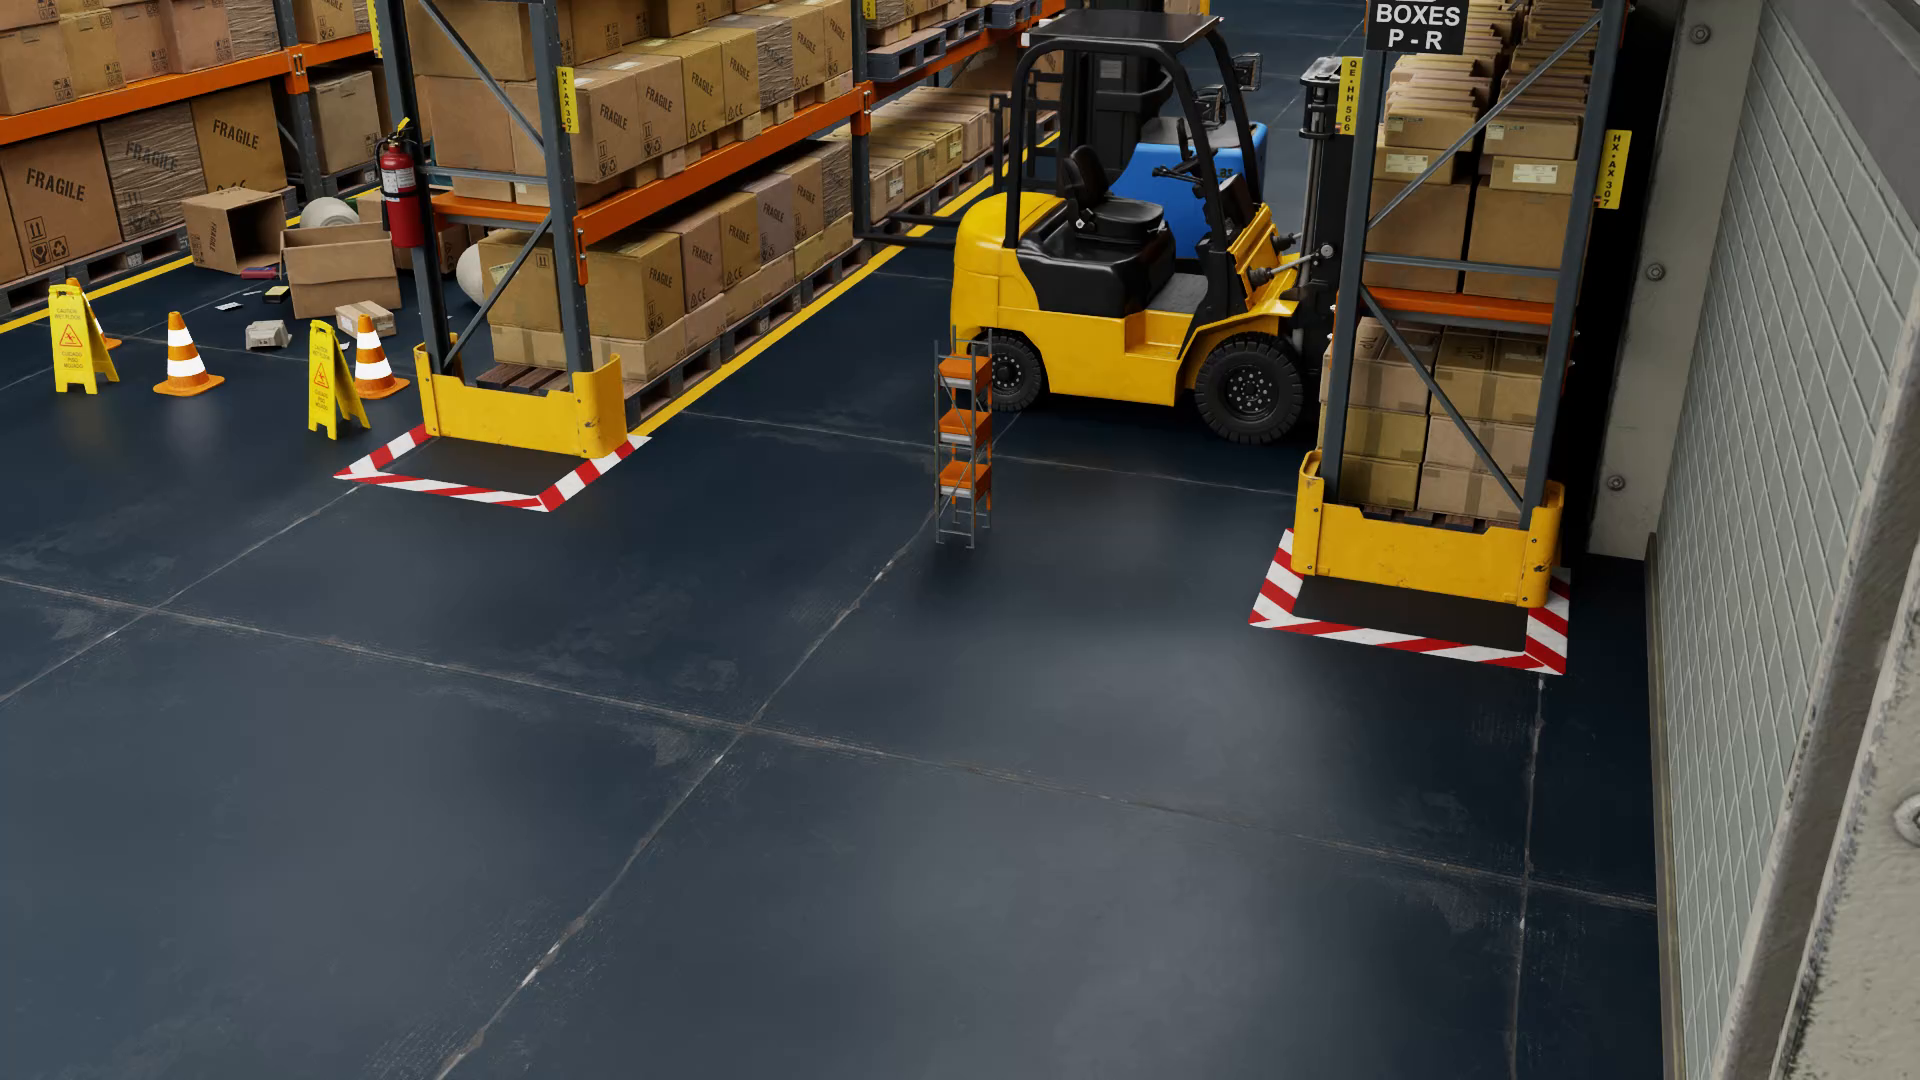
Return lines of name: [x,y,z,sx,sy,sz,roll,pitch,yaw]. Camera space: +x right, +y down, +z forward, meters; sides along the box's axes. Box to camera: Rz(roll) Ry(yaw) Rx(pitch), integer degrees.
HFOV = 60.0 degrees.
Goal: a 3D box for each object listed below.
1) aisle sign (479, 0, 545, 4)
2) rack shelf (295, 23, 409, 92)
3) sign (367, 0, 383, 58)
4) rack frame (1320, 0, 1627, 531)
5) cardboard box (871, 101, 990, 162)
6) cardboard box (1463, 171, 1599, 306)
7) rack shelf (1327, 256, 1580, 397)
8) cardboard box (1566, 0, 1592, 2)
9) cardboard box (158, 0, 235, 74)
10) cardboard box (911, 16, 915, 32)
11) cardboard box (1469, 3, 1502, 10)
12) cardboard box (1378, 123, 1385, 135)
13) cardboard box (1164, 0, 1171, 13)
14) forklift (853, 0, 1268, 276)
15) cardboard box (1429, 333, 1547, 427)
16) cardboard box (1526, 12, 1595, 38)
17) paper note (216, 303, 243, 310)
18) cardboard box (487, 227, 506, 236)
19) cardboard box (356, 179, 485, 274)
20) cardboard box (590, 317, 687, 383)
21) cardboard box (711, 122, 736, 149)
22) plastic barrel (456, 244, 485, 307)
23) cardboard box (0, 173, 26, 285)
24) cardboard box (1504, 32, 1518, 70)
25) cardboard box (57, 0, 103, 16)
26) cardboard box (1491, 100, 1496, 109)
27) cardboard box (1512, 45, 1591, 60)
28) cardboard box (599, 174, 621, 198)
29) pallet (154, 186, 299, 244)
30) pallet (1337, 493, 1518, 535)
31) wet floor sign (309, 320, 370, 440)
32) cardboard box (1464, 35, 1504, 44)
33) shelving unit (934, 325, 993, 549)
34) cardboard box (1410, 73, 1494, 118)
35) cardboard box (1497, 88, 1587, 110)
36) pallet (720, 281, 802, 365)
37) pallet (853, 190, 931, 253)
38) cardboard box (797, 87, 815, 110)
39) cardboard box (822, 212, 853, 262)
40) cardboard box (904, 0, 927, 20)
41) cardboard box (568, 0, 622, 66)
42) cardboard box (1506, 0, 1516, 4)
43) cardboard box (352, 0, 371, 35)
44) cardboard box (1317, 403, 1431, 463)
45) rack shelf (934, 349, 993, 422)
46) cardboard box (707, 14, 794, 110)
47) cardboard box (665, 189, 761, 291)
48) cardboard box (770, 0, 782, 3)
aisle sign: [-2.226,-3.013,8.048,0.394,0.787,0.004,9,27,17]
rack shelf: [-5.202,-4.732,15.406,1.077,0.370,4.000,9,27,17]
sign: [-3.014,-2.666,8.622,0.100,0.325,0.005,9,27,17]
rack frame: [2.185,-1.195,7.276,1.000,3.000,0.127,9,27,17]
cardboard box: [-0.270,-3.672,14.926,0.950,0.372,0.625,8,27,16]
cardboard box: [2.612,-1.403,7.592,0.500,0.500,0.500,10,27,19]
rack shelf: [2.850,-1.693,9.131,1.077,0.370,4.000,9,27,17]
cardboard box: [4.230,-3.701,11.593,0.380,0.149,0.250,9,27,17]
cardboard box: [-6.141,-3.918,12.729,0.875,0.550,0.550,9,27,17]
cardboard box: [-0.571,-4.043,12.965,0.380,0.149,0.250,11,28,21]
cardboard box: [3.130,-3.222,10.262,0.380,0.149,0.250,9,27,18]
cardboard box: [2.093,-1.825,7.717,0.380,0.149,0.250,9,27,18]
cardboard box: [2.103,-6.491,20.672,0.875,0.438,0.875,8,27,16]
forklift: [0.661,-3.359,11.825,3.031,2.935,1.130,7,27,15]
cardboard box: [2.523,-0.767,7.917,0.500,0.250,0.500,8,27,17]
cardboard box: [3.572,-3.038,9.881,0.380,0.149,0.250,8,27,16]
paper note: [-5.090,-1.634,11.591,0.144,0.017,0.142,20,32,35]
cardboard box: [-3.461,-2.303,12.702,0.258,0.266,0.396,-9,27,-18]
cardboard box: [-3.997,-2.325,12.320,0.797,0.637,0.503,9,27,17]
cardboard box: [-1.968,-1.156,9.869,0.500,0.250,0.500,9,27,17]
cardboard box: [-1.624,-2.543,10.349,0.380,0.149,0.250,8,27,16]
plastic barrel: [-3.238,-1.822,11.528,0.421,0.421,0.512,-14,29,-27]
cardboard box: [-7.035,-2.111,11.123,0.875,0.875,0.875,9,27,18]
cardboard box: [3.438,-3.235,11.088,0.500,0.250,0.500,8,27,16]
cardboard box: [-6.575,-3.977,11.610,0.875,0.550,0.500,9,27,17]
cardboard box: [2.609,-2.111,9.053,0.500,0.500,0.500,9,27,18]
cardboard box: [3.124,-2.514,8.799,0.380,0.149,0.250,10,27,19]
cardboard box: [-2.119,-2.016,9.260,0.380,0.149,0.250,9,27,18]
pallet: [-6.195,-2.677,13.537,1.003,0.211,1.213,9,27,17]
pallet: [2.400,-0.260,8.546,1.003,0.211,1.213,9,27,17]
wet floor sign: [-3.570,-0.931,9.432,0.267,0.644,0.232,20,32,35]
cardboard box: [2.776,-2.681,9.145,0.380,0.149,0.250,9,27,17]
shelving unit: [0.018,-0.495,8.067,0.215,1.050,0.252,9,27,17]
cardboard box: [2.373,-2.153,8.053,0.380,0.149,0.250,9,27,18]
cardboard box: [2.691,-1.986,7.710,0.380,0.149,0.250,9,27,18]
pallet: [-1.761,-1.518,11.143,1.003,0.211,1.213,9,27,17]
pallet: [-0.908,-2.622,13.424,1.003,0.211,1.213,9,27,17]
cardboard box: [-1.223,-3.068,11.434,0.380,0.149,0.250,9,27,18]
cardboard box: [-1.109,-2.227,12.080,0.500,0.250,0.500,10,28,20]
cardboard box: [-0.574,-4.282,12.714,0.500,0.500,0.500,9,27,18]
cardboard box: [-2.358,-2.991,9.382,0.700,0.500,0.500,9,27,18]
cardboard box: [3.729,-3.776,11.748,0.380,0.149,0.250,8,27,16]
cardboard box: [-5.272,-4.663,14.324,0.500,0.500,0.500,9,27,18]
cardboard box: [2.052,-0.617,8.182,0.500,0.250,0.500,8,27,17]
rack shelf: [0.018,-0.740,7.948,0.215,0.259,0.240,9,27,17]
cardboard box: [-1.413,-3.091,10.736,0.500,0.500,0.500,10,27,19]
cardboard box: [-1.616,-1.924,10.595,0.500,0.500,0.500,9,27,18]
cardboard box: [-1.517,-4.037,11.542,0.700,0.500,0.500,8,27,17]
